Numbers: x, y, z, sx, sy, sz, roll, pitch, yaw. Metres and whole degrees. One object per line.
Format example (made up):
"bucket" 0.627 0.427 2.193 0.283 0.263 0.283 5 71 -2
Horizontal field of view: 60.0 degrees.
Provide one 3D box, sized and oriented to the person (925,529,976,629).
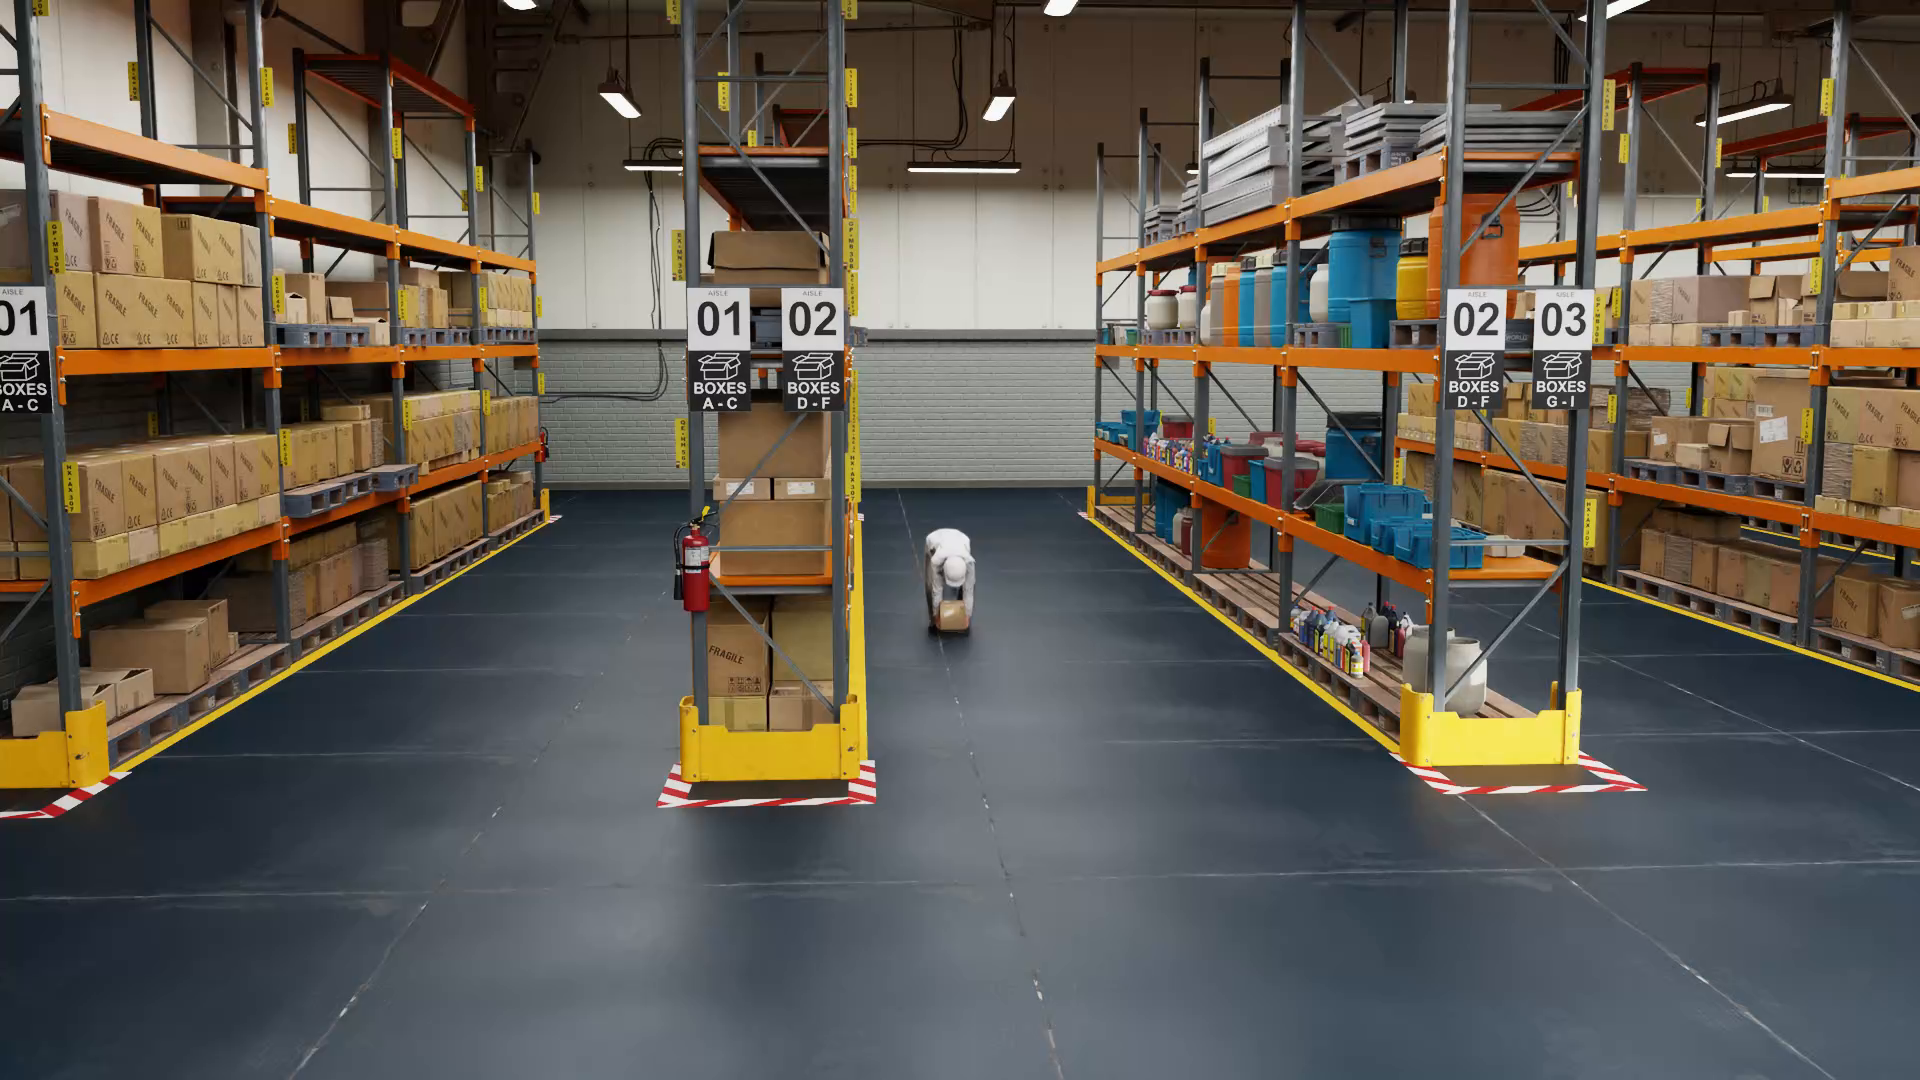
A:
"person" -0.089 0.406 16.533 0.506 0.988 0.997 -1 7 -7
